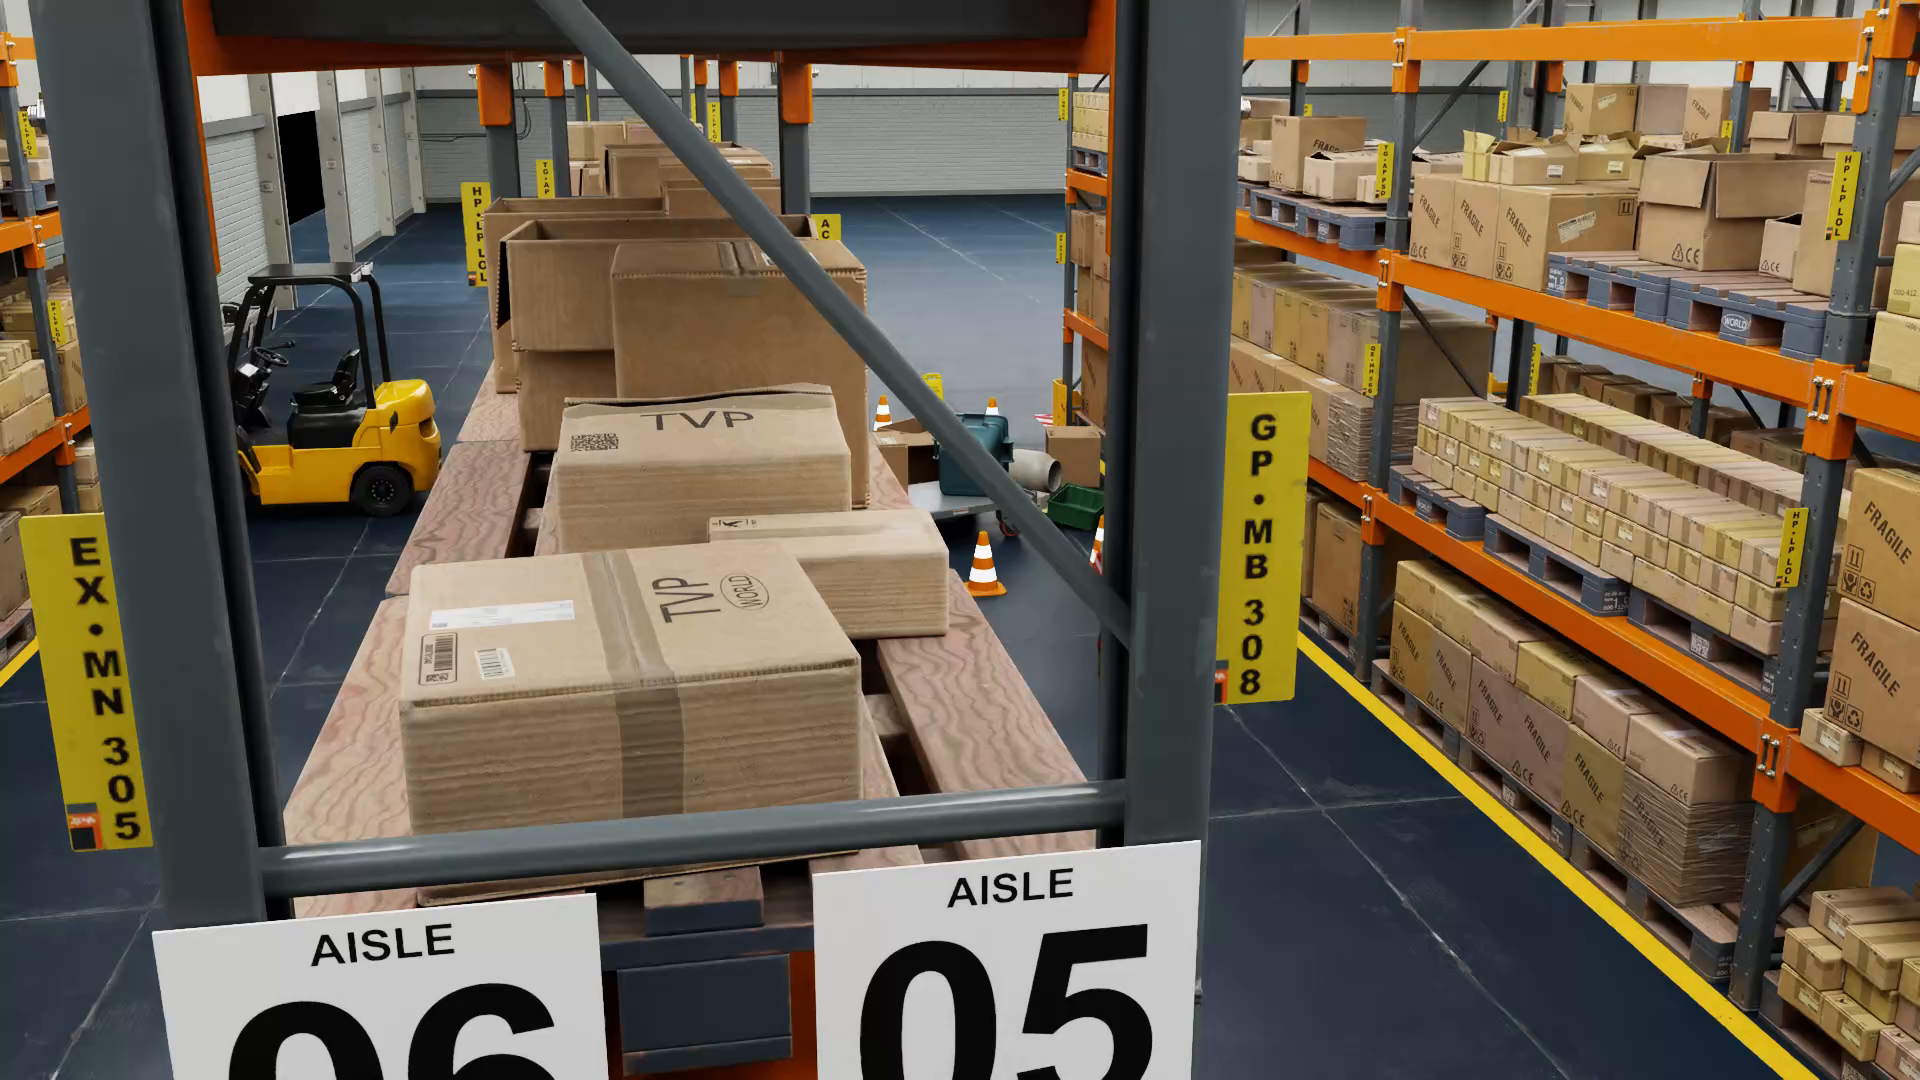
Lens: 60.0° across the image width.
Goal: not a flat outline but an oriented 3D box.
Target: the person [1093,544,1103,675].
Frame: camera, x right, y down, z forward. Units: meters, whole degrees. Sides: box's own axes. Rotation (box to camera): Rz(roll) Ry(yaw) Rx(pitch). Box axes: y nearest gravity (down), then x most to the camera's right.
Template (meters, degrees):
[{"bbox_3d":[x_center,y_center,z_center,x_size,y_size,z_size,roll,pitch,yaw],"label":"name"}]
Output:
[{"bbox_3d":[1.164,0.380,10.841,0.586,1.145,0.767,-3,16,-10],"label":"person"}]
